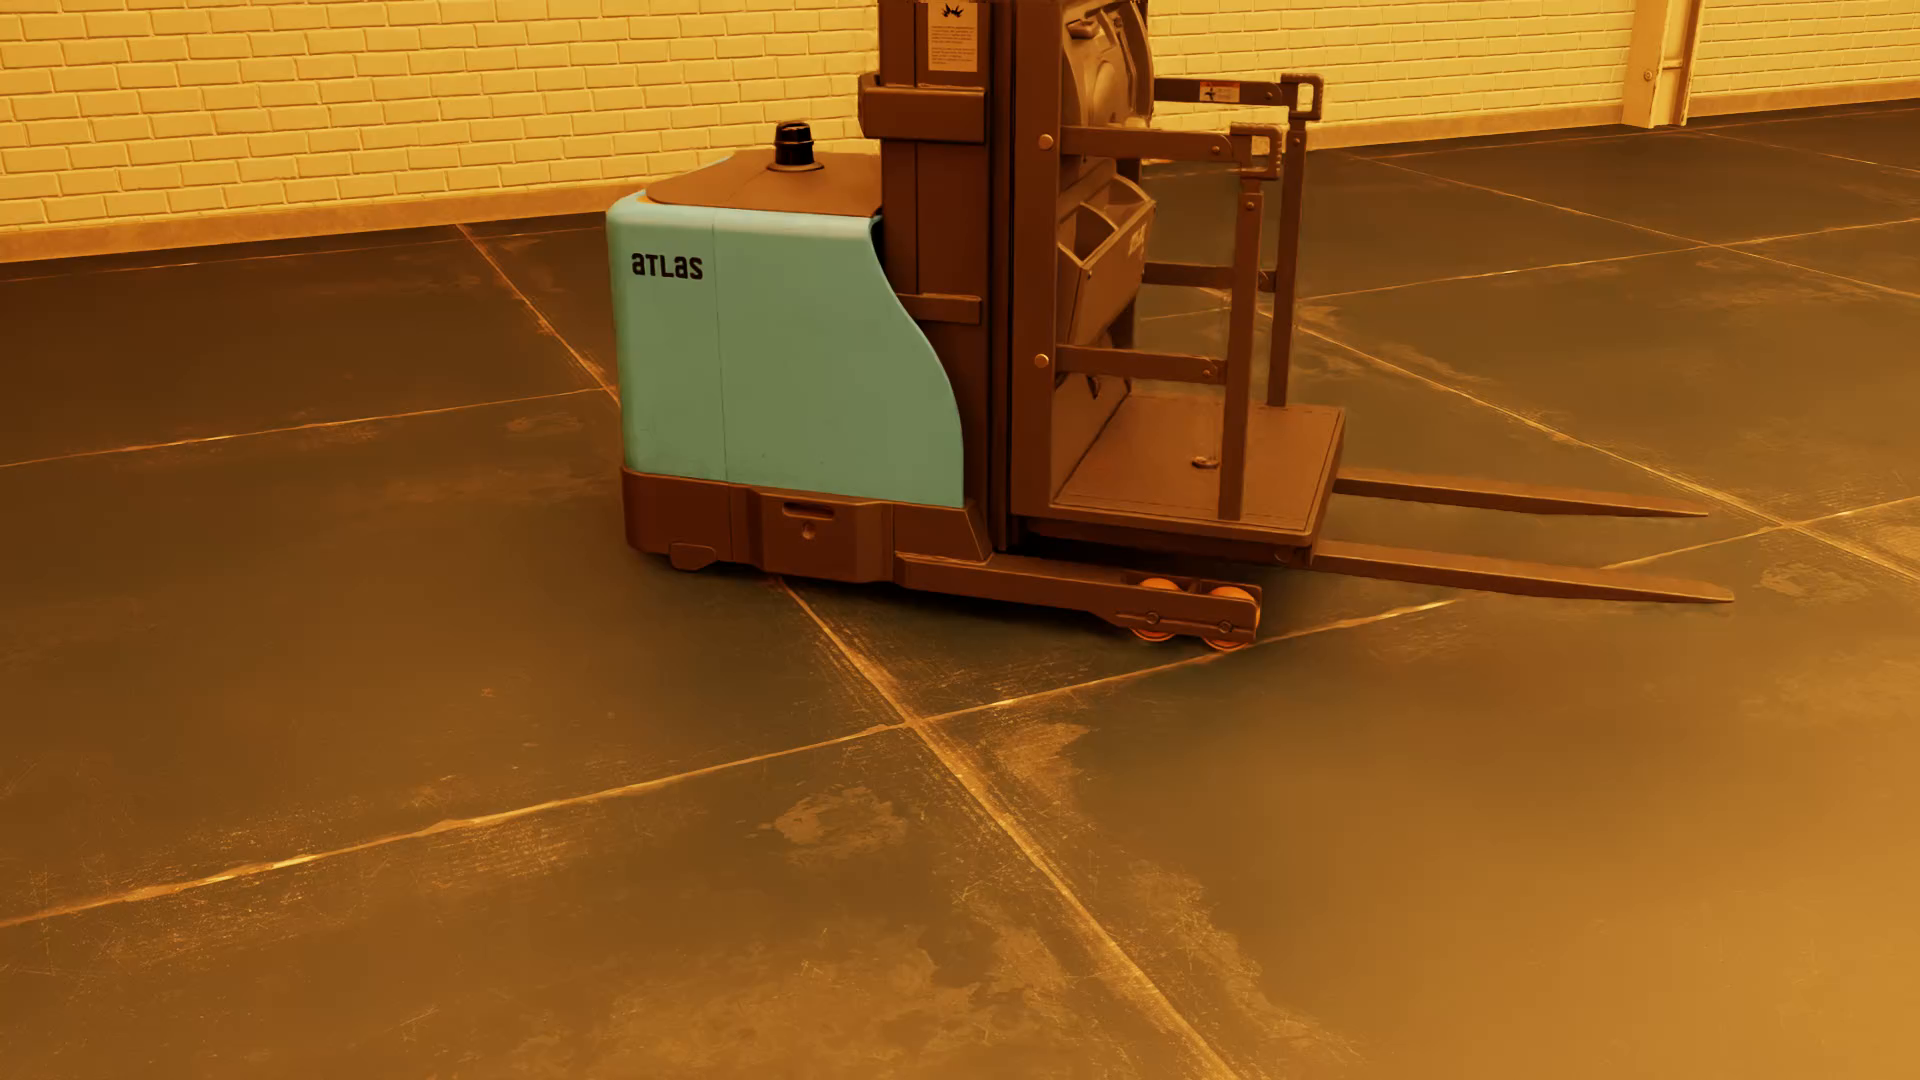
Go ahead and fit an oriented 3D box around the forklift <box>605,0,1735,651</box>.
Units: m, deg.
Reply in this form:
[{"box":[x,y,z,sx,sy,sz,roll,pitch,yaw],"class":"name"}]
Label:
[{"box":[0.587,-1.288,4.386,3.031,2.935,1.130,7,23,16],"class":"forklift"}]
